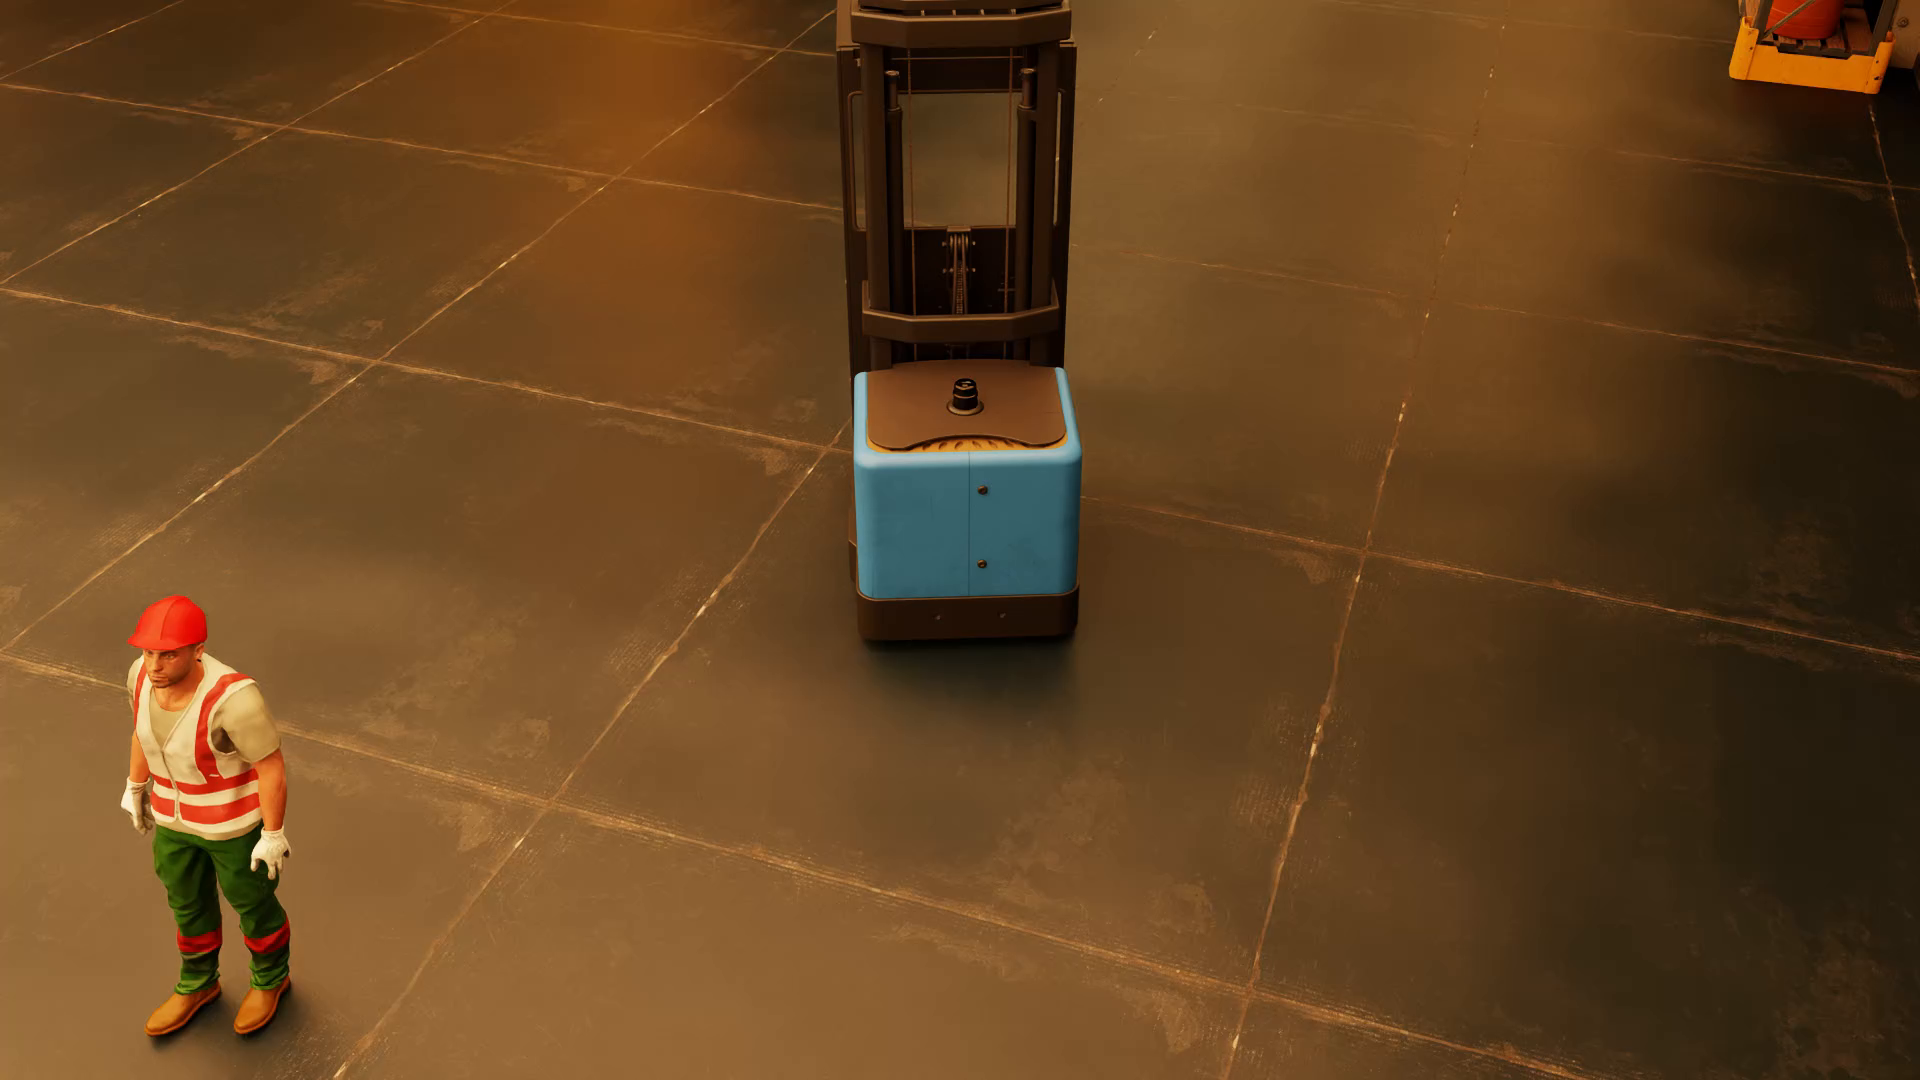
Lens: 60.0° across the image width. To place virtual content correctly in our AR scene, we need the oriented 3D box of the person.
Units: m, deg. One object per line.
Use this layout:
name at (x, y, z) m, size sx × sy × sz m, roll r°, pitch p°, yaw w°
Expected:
person at (-2.613, 0.991, 5.688) m, size 0.638 × 1.788 × 0.563 m, roll 11°, pitch 37°, yaw 16°

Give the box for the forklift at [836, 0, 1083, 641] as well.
forklift at (-0.029, -1.547, 8.293) m, size 1.130 × 2.935 × 3.031 m, roll -2°, pitch 35°, yaw -2°
